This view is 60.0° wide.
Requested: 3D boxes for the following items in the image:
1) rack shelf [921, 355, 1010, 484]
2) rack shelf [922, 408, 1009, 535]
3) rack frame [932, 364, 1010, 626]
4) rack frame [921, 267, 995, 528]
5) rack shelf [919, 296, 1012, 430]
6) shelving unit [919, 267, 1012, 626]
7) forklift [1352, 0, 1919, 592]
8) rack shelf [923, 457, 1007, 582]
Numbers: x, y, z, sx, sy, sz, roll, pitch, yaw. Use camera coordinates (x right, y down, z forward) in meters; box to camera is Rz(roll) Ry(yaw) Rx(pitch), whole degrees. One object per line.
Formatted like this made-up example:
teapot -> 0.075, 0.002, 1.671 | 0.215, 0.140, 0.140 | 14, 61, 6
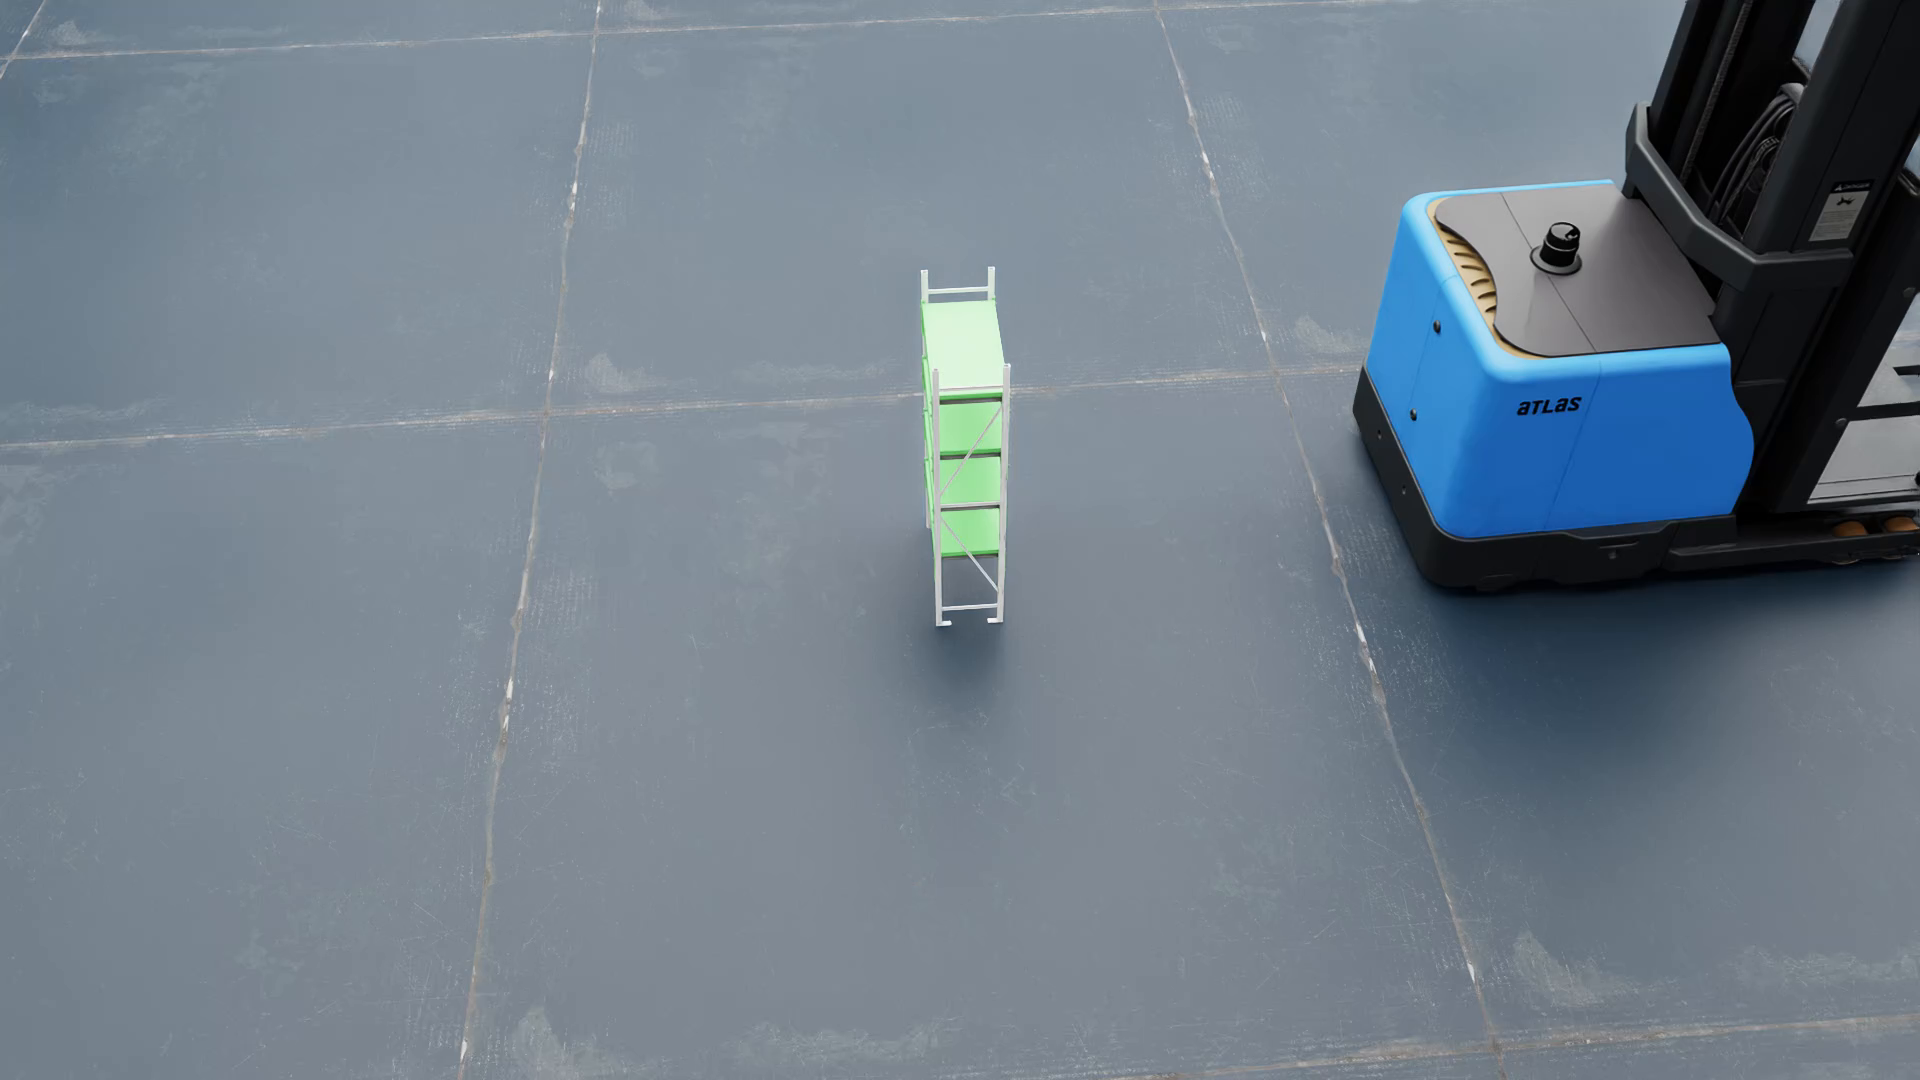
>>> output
rack shelf -> 0.014, -0.414, 5.573 | 0.258, 0.148, 0.480 | -3, 47, -3
rack shelf -> 0.014, -0.249, 5.747 | 0.258, 0.148, 0.480 | -3, 47, -3
rack frame -> 0.034, -0.116, 5.534 | 0.240, 1.200, 0.015 | -3, 47, -3
rack frame -> -0.007, -0.469, 5.868 | 0.240, 1.200, 0.015 | -3, 47, -3
rack shelf -> 0.014, -0.579, 5.399 | 0.258, 0.148, 0.480 | -3, 47, -3
shelving unit -> 0.014, -0.293, 5.701 | 0.258, 1.200, 0.503 | -3, 47, -3
forklift -> 3.122, -1.295, 5.458 | 3.031, 2.935, 1.130 | -5, 47, -5
rack shelf -> 0.014, -0.084, 5.922 | 0.258, 0.148, 0.480 | -3, 47, -3
